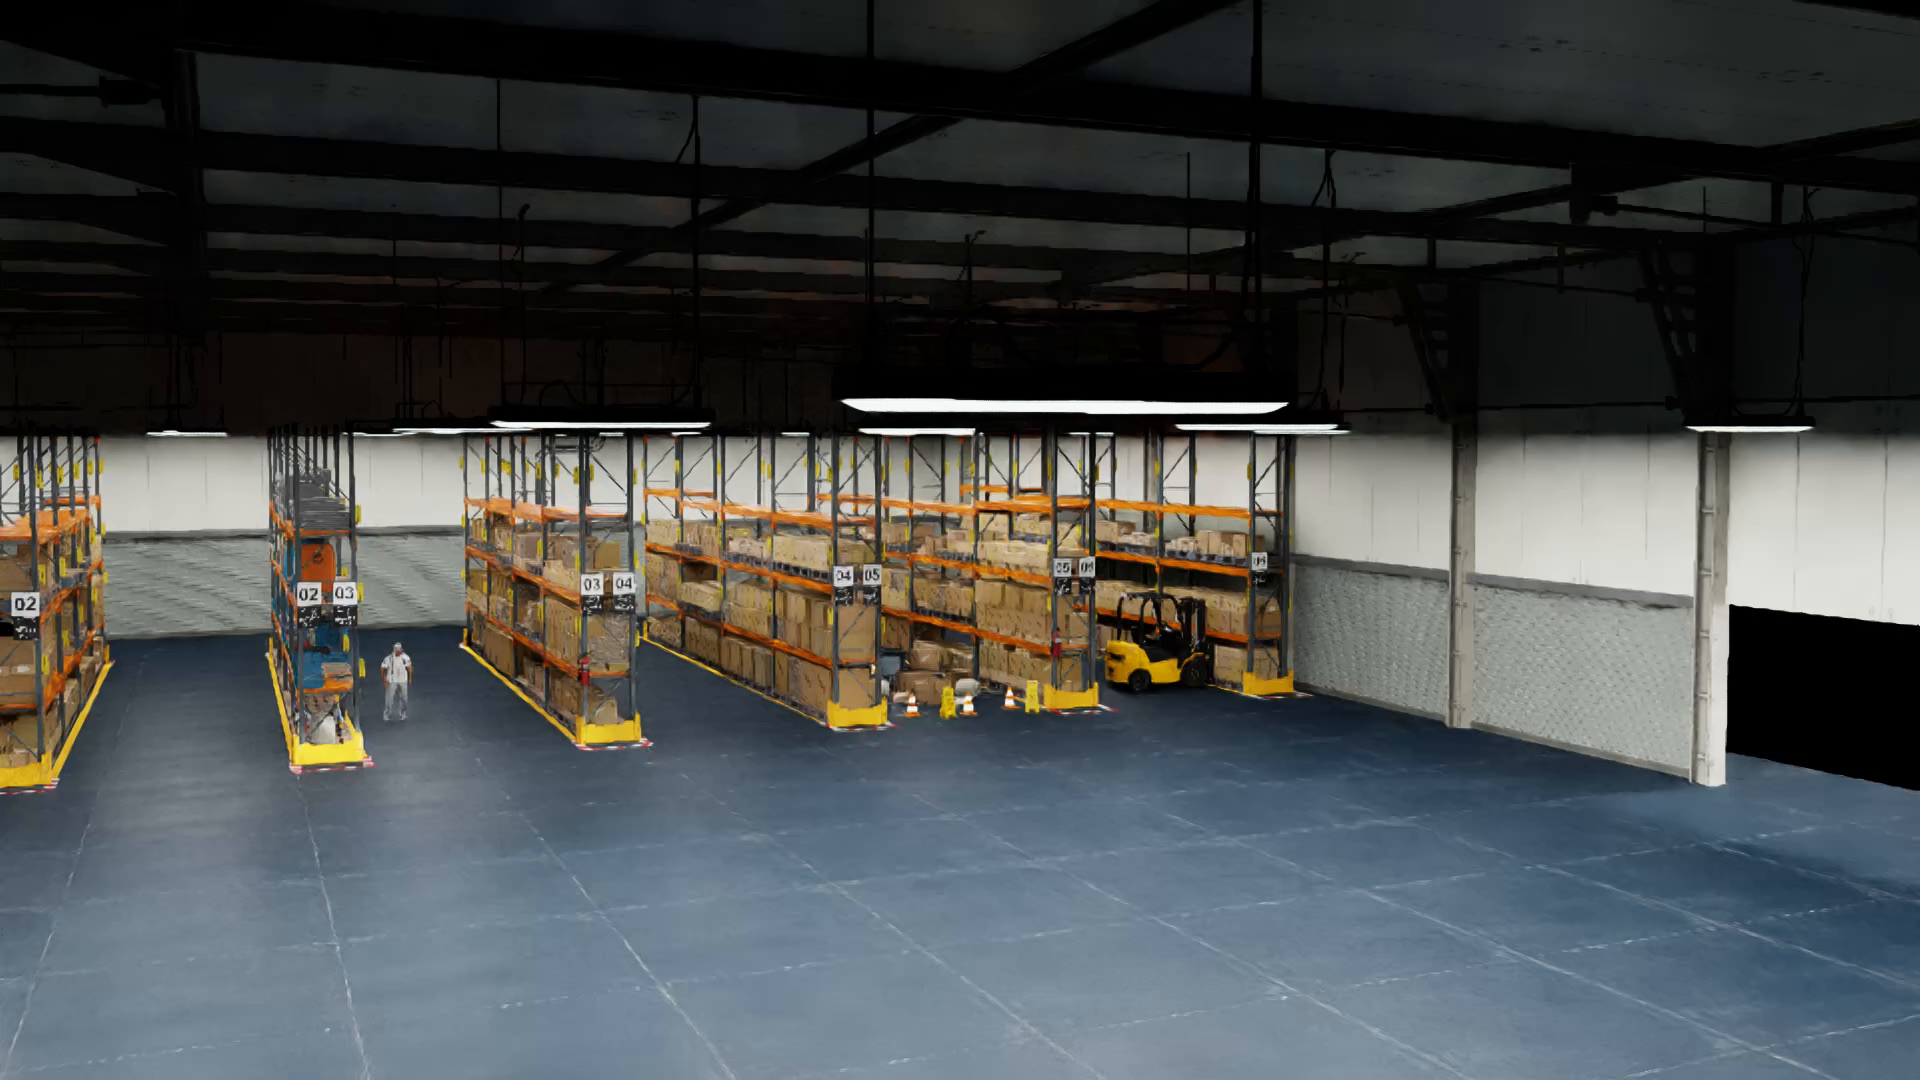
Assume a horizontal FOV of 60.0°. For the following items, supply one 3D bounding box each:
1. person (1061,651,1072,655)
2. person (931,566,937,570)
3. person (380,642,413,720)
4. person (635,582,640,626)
[{"bbox_3d":[2.460,2.413,39.323,0.573,1.782,0.665,1,4,8],"label":"person"},{"bbox_3d":[-0.757,1.667,52.899,0.562,1.635,0.356,2,4,35],"label":"person"},{"bbox_3d":[-11.410,2.866,33.703,0.626,1.610,0.578,-2,4,-29],"label":"person"},{"bbox_3d":[-9.972,1.807,50.144,0.574,1.721,0.954,0,3,-3],"label":"person"}]
